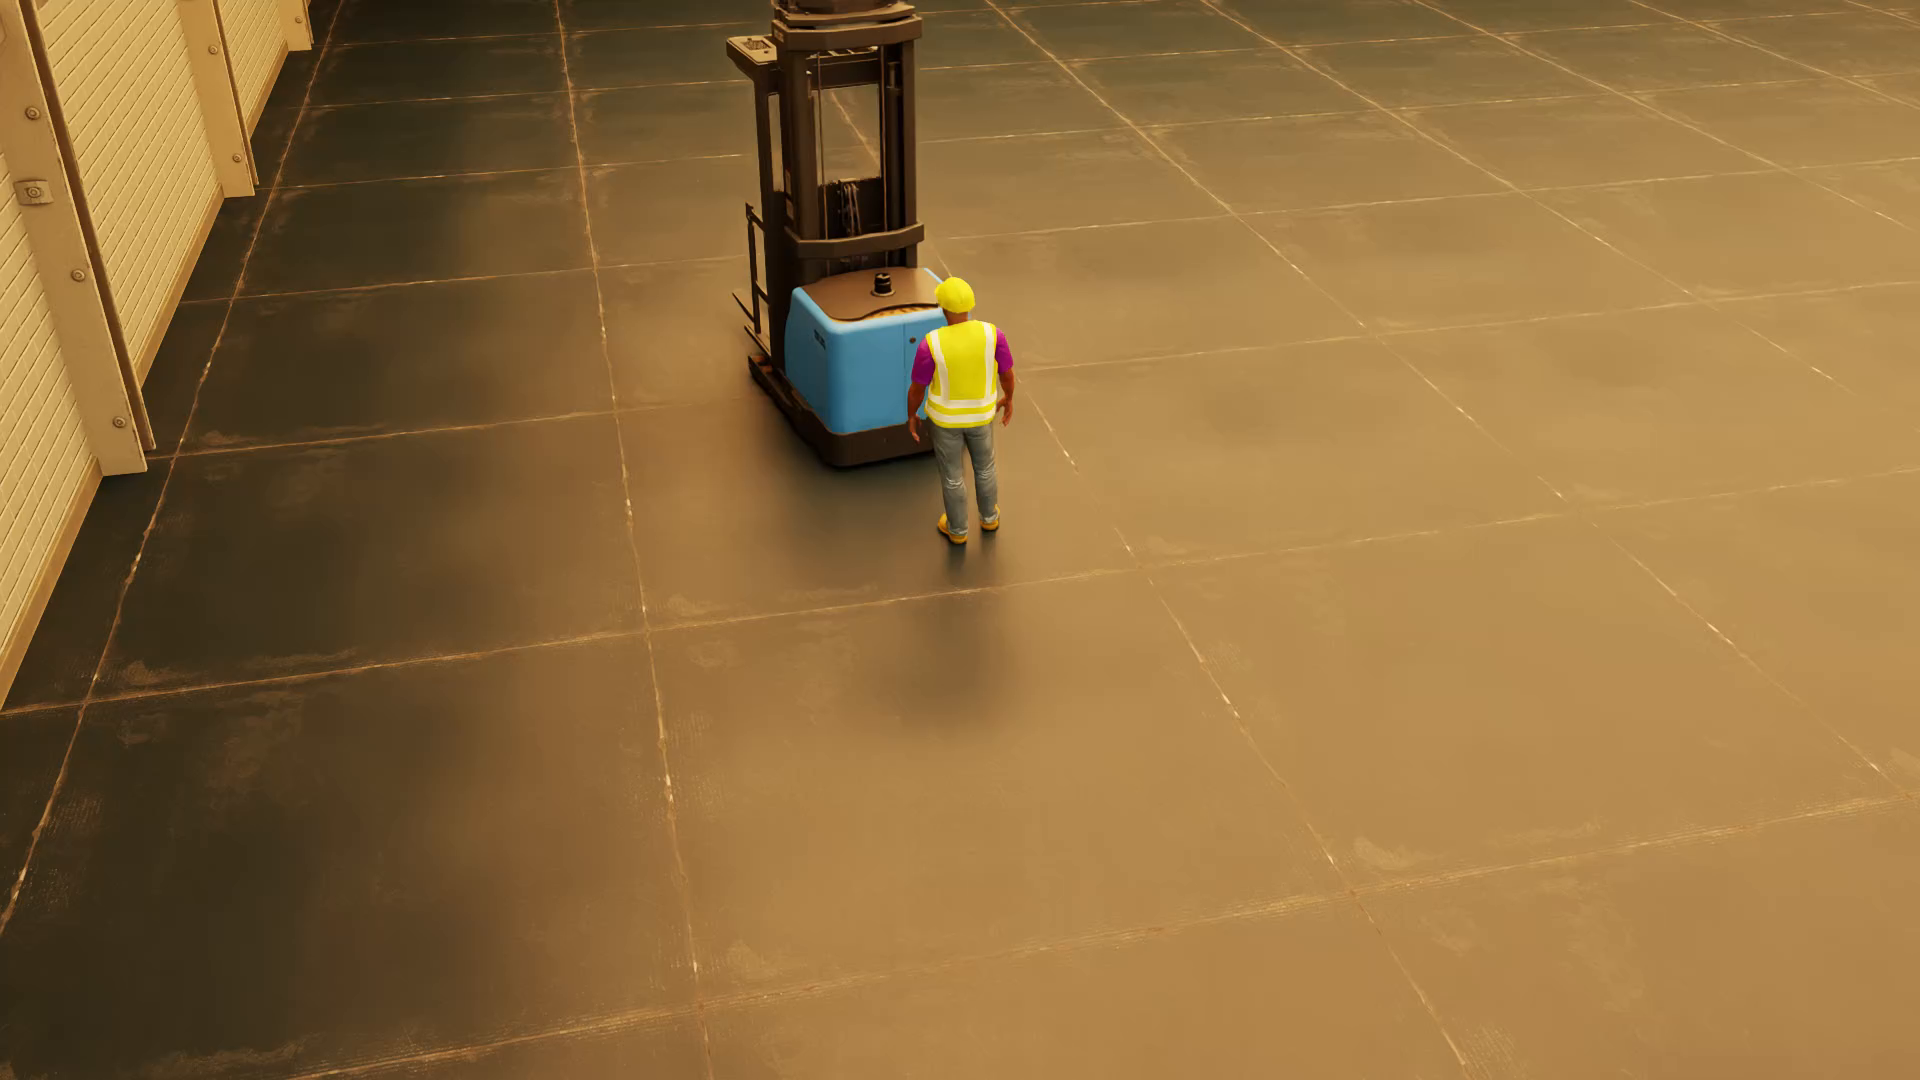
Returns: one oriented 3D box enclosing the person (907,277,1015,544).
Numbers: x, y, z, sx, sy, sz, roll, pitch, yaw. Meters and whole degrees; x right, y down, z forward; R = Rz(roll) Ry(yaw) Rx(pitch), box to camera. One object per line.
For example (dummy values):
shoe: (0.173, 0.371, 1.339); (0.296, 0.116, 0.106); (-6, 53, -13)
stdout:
person: (-0.012, -0.805, 10.114); (0.666, 1.768, 0.575); (-7, 31, -12)

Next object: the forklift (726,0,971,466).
forklift: (-0.956, -2.486, 11.869); (1.130, 2.935, 3.031); (-12, 32, -20)
